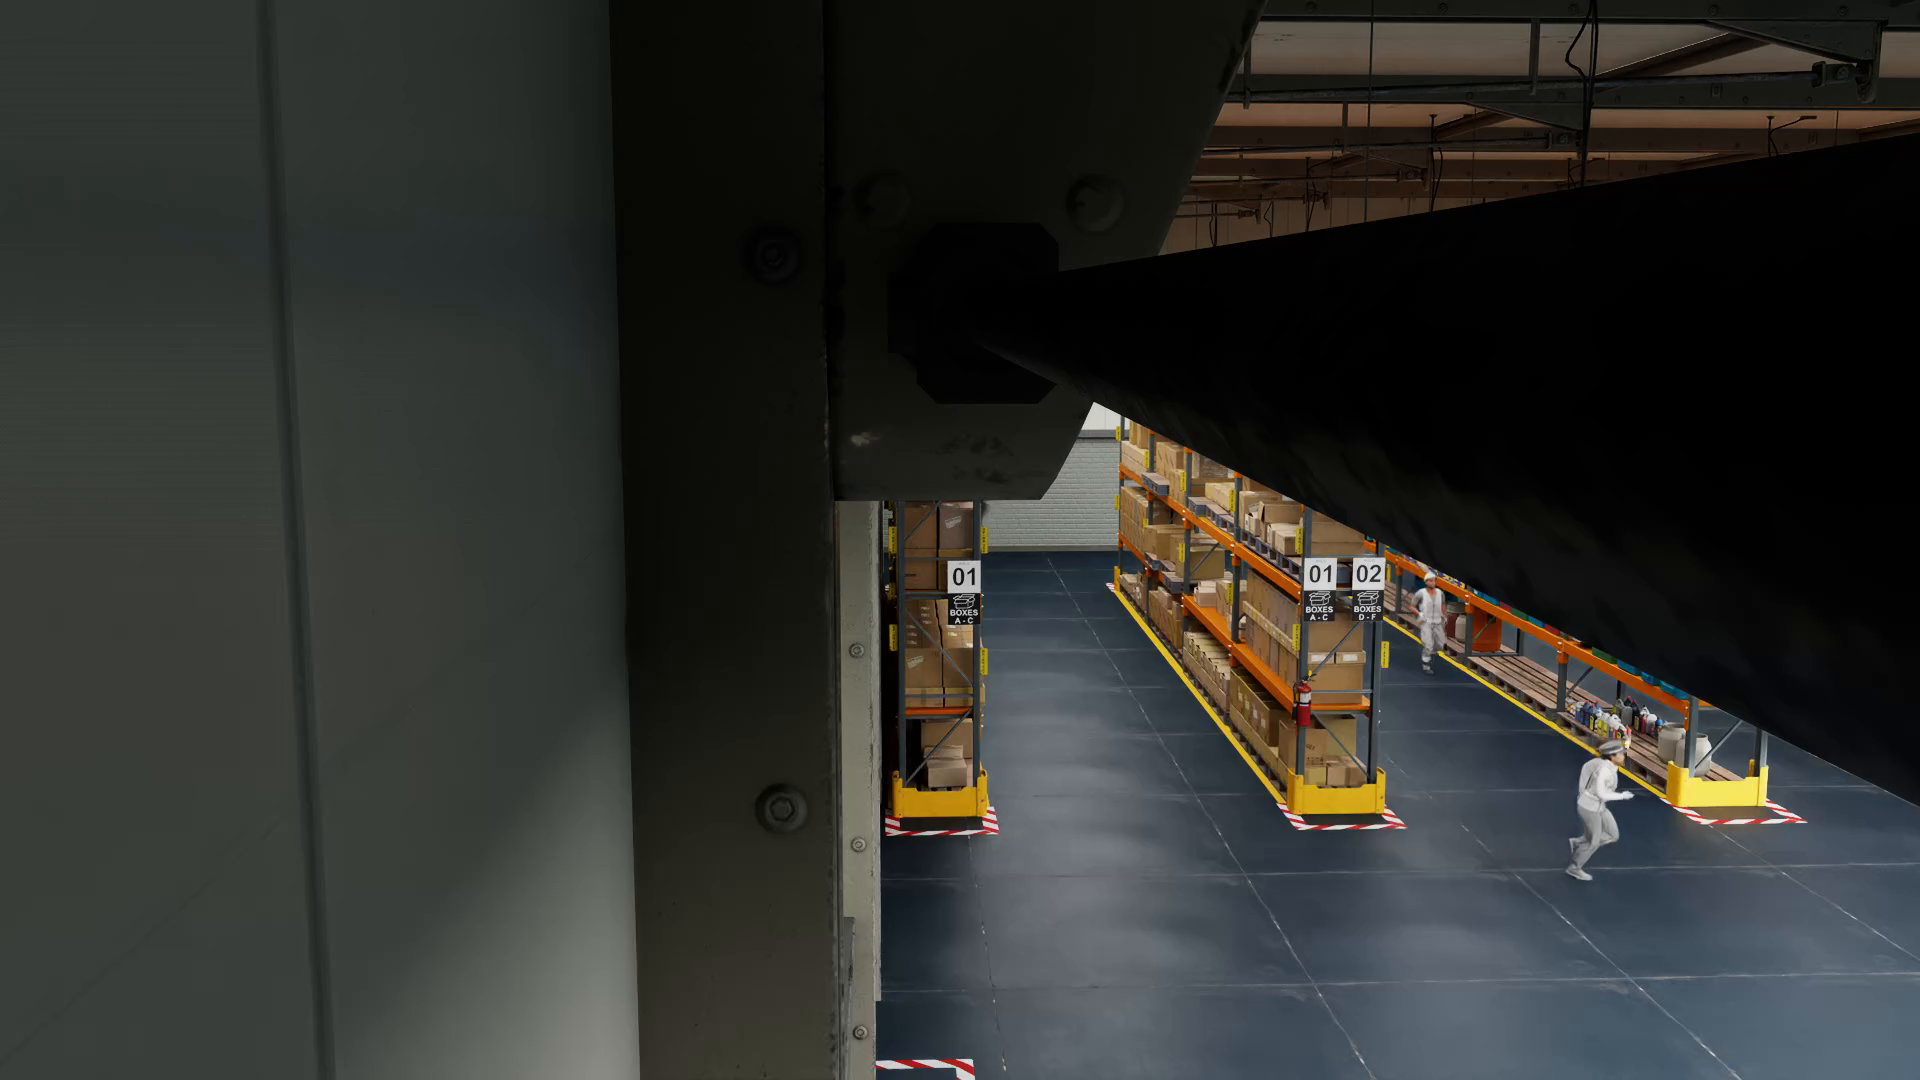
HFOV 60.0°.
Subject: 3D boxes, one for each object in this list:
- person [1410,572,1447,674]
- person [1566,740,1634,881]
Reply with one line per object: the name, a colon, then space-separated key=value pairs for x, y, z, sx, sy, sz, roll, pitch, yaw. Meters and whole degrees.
person: x=7.974 y=1.416 z=28.219 sx=0.648 sy=1.737 sz=0.614 roll=-1 pitch=8 yaw=-8
person: x=6.993 y=2.948 z=18.136 sx=0.660 sy=1.628 sz=0.597 roll=5 pitch=9 yaw=29
